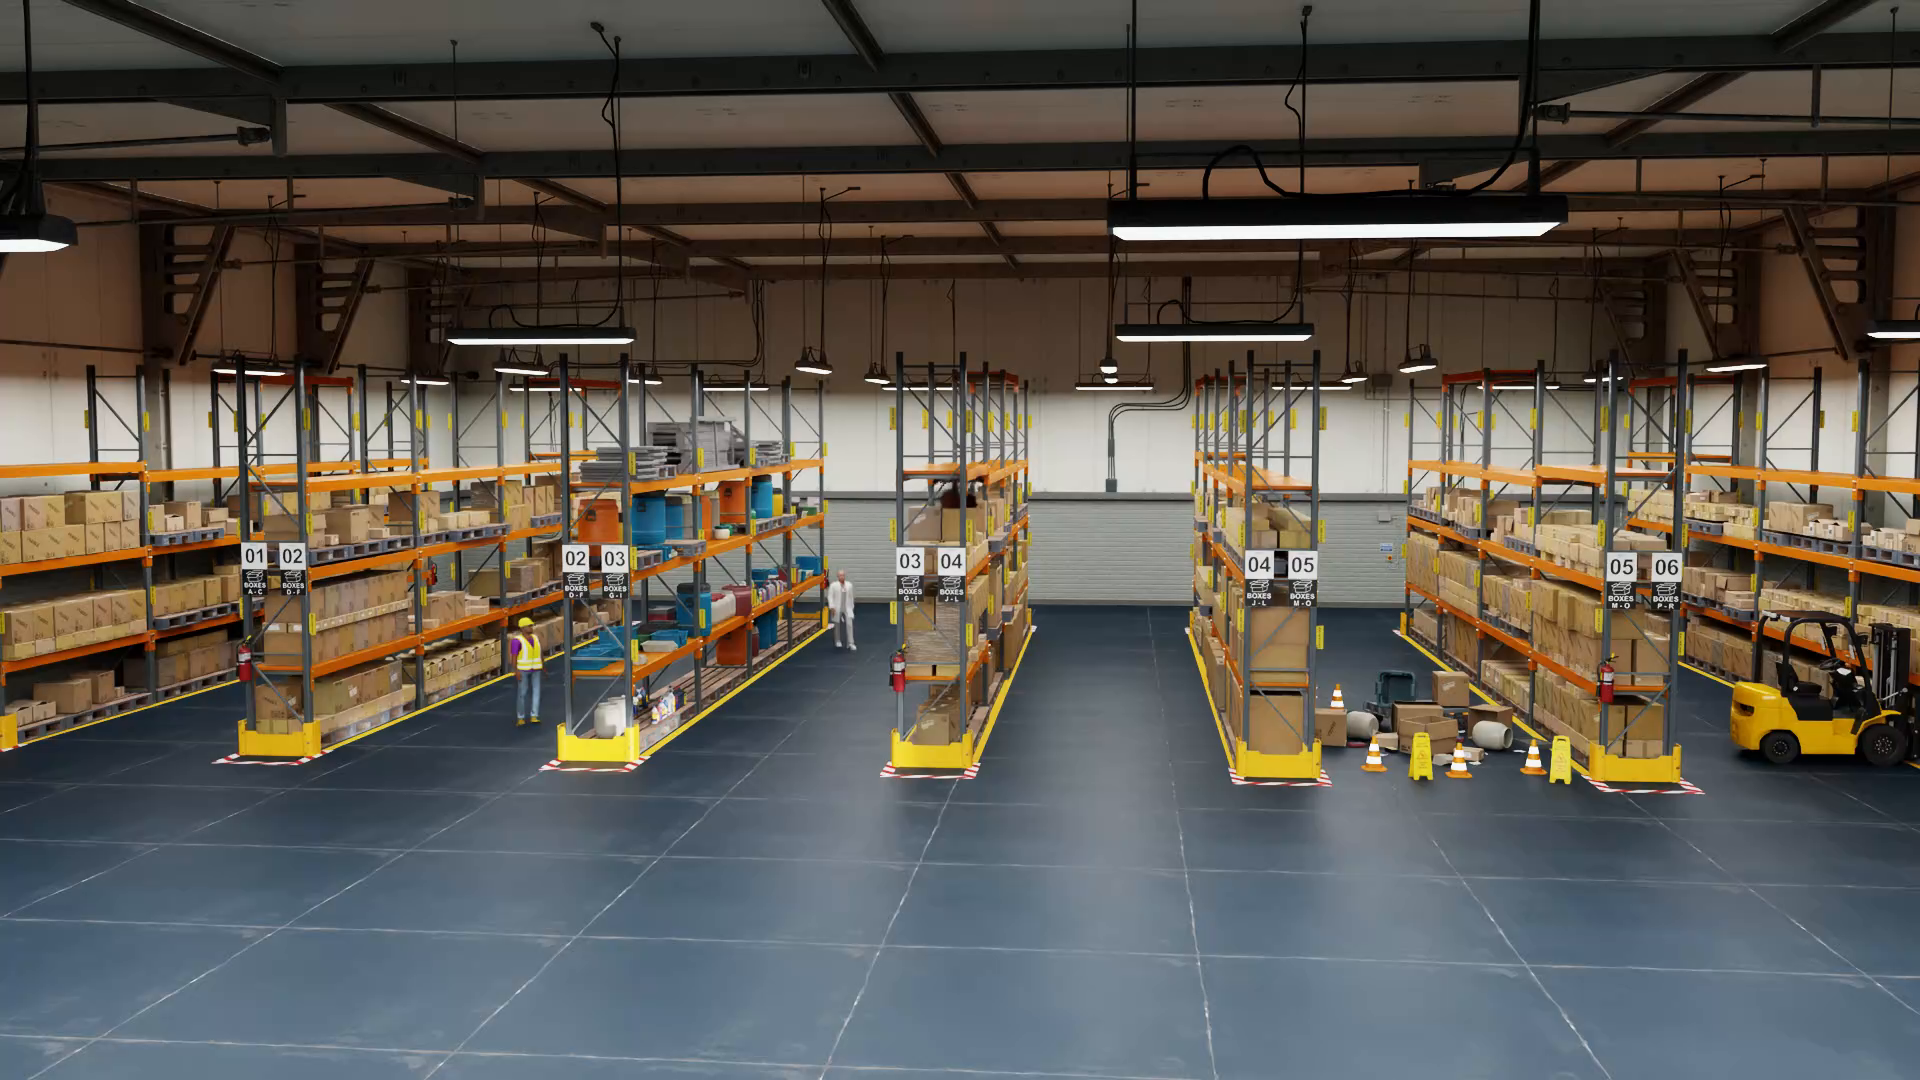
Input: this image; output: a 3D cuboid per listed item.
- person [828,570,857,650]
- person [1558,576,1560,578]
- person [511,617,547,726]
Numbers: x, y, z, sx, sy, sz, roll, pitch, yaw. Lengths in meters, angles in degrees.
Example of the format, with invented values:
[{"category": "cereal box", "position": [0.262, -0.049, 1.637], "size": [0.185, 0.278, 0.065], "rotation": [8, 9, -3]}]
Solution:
[{"category": "person", "position": [-2.590, 1.524, 36.341], "size": [0.601, 1.719, 1.115], "rotation": [-1, 4, -12]}, {"category": "person", "position": [13.401, 1.519, 37.433], "size": [0.339, 1.736, 0.528], "rotation": [0, 4, -4]}, {"category": "person", "position": [-7.146, 2.173, 27.615], "size": [0.621, 1.781, 0.454], "rotation": [-2, 5, -31]}]
